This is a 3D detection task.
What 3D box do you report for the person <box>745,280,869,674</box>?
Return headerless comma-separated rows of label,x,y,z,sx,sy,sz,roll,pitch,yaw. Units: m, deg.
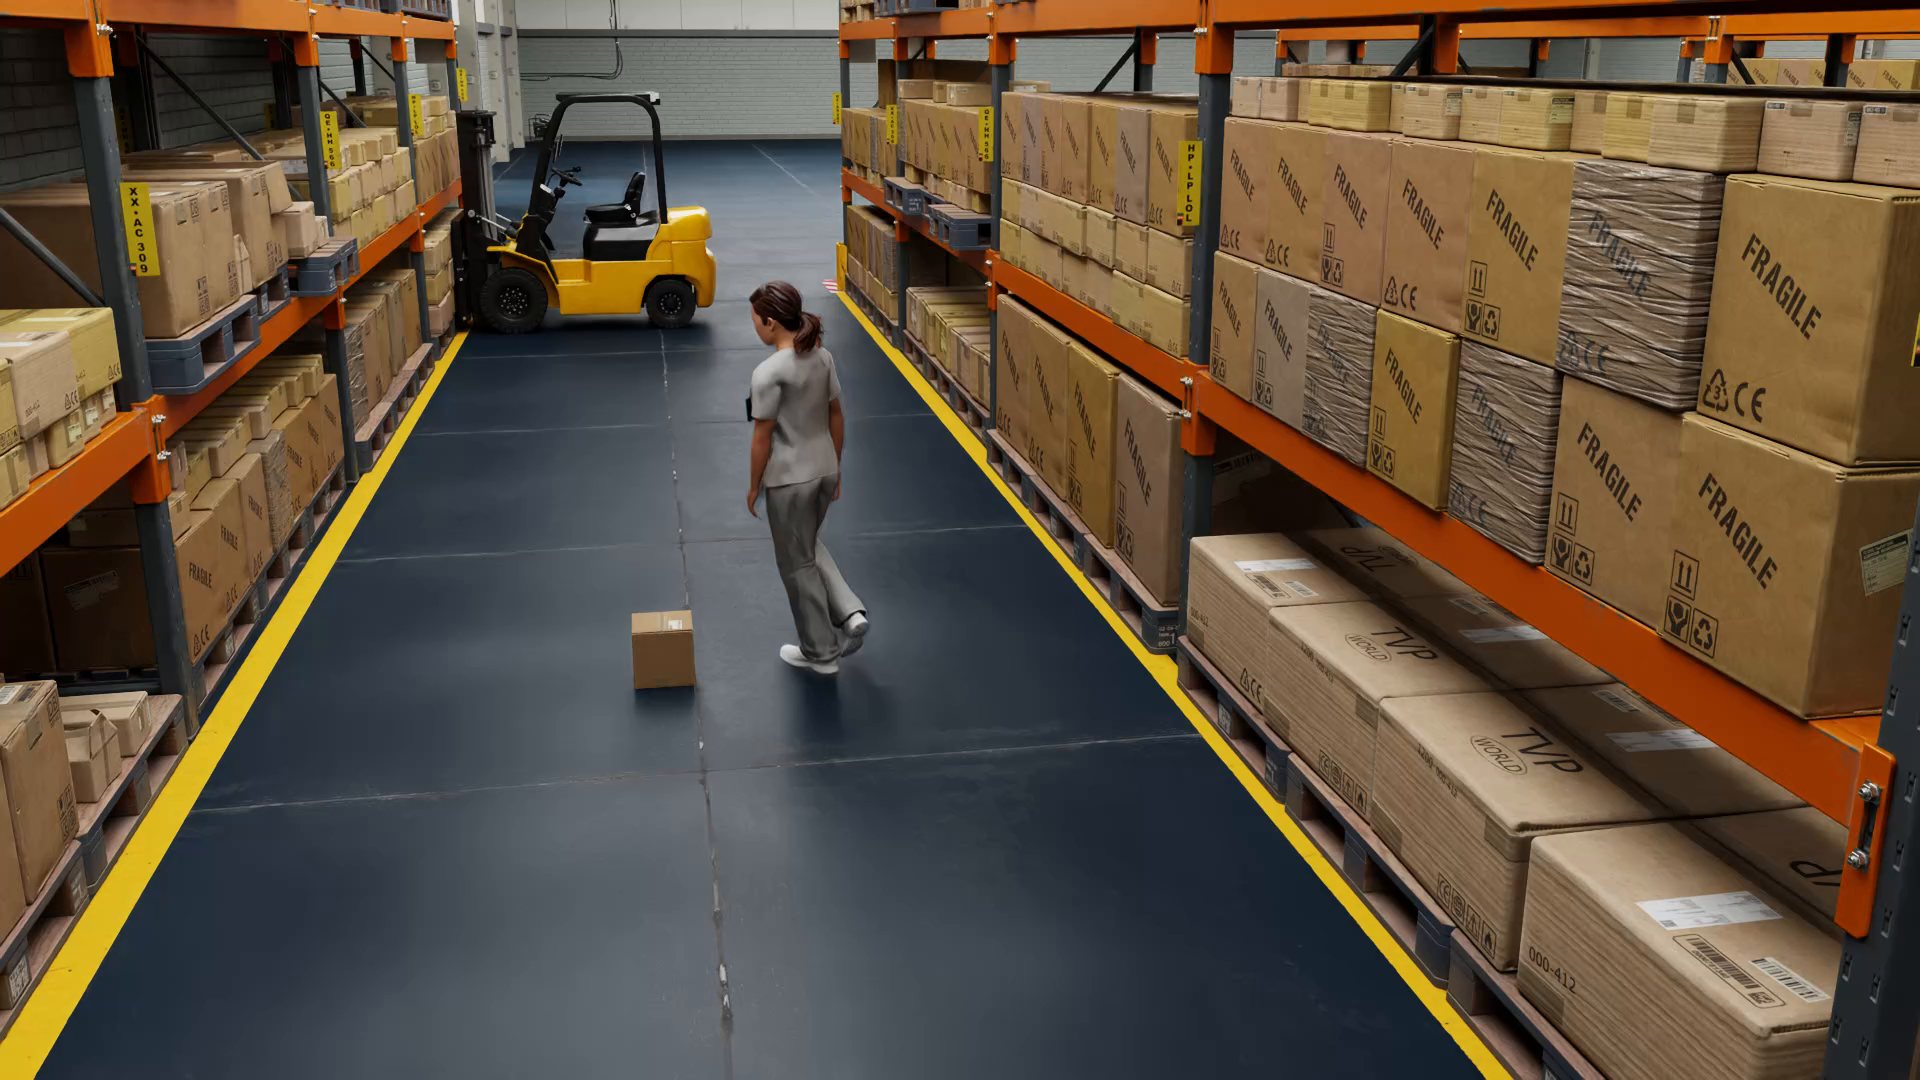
person,-0.659,-0.238,6.810,0.457,1.658,0.496,11,20,34
